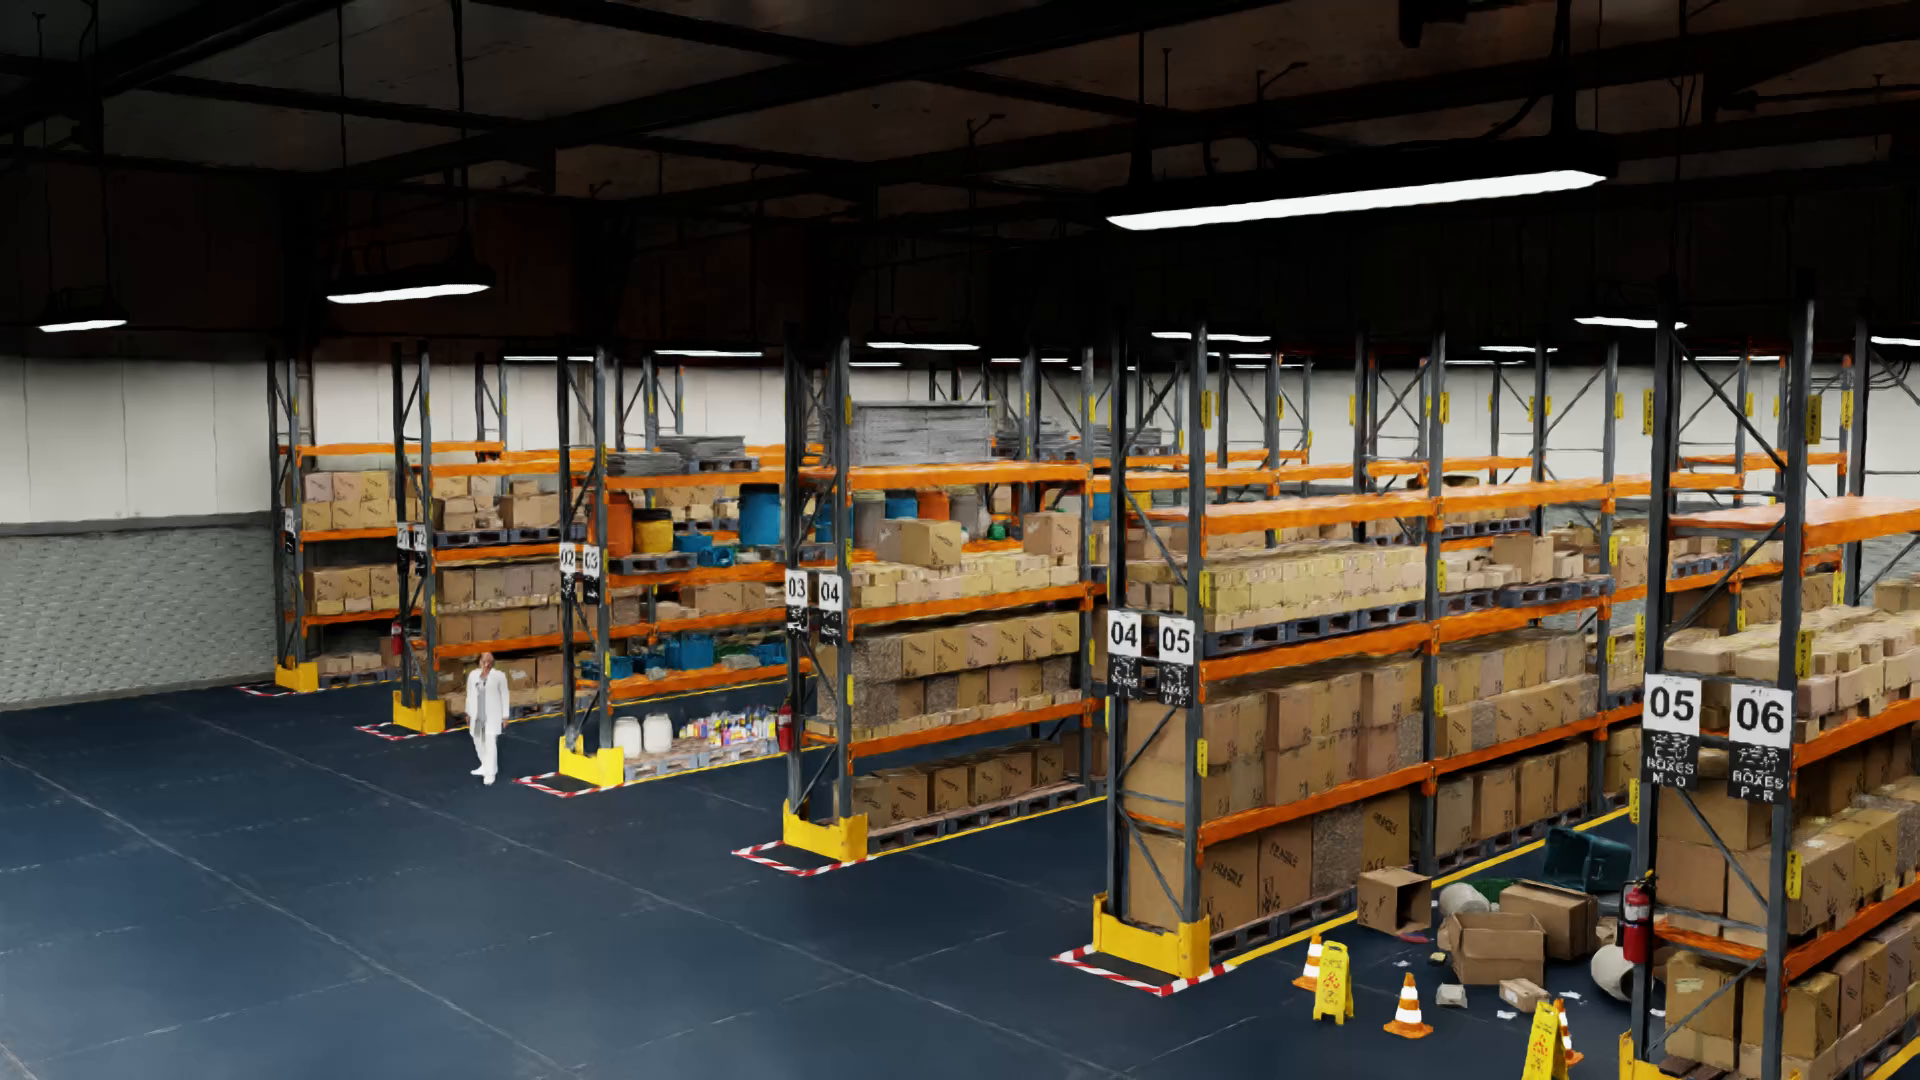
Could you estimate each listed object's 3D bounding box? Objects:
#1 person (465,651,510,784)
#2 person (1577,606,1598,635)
[{"bbox_3d":[-6.336,2.356,22.351,0.614,1.766,0.617,1,5,10],"label":"person"},{"bbox_3d":[11.887,1.610,31.359,0.691,1.660,0.567,0,5,-4],"label":"person"}]
